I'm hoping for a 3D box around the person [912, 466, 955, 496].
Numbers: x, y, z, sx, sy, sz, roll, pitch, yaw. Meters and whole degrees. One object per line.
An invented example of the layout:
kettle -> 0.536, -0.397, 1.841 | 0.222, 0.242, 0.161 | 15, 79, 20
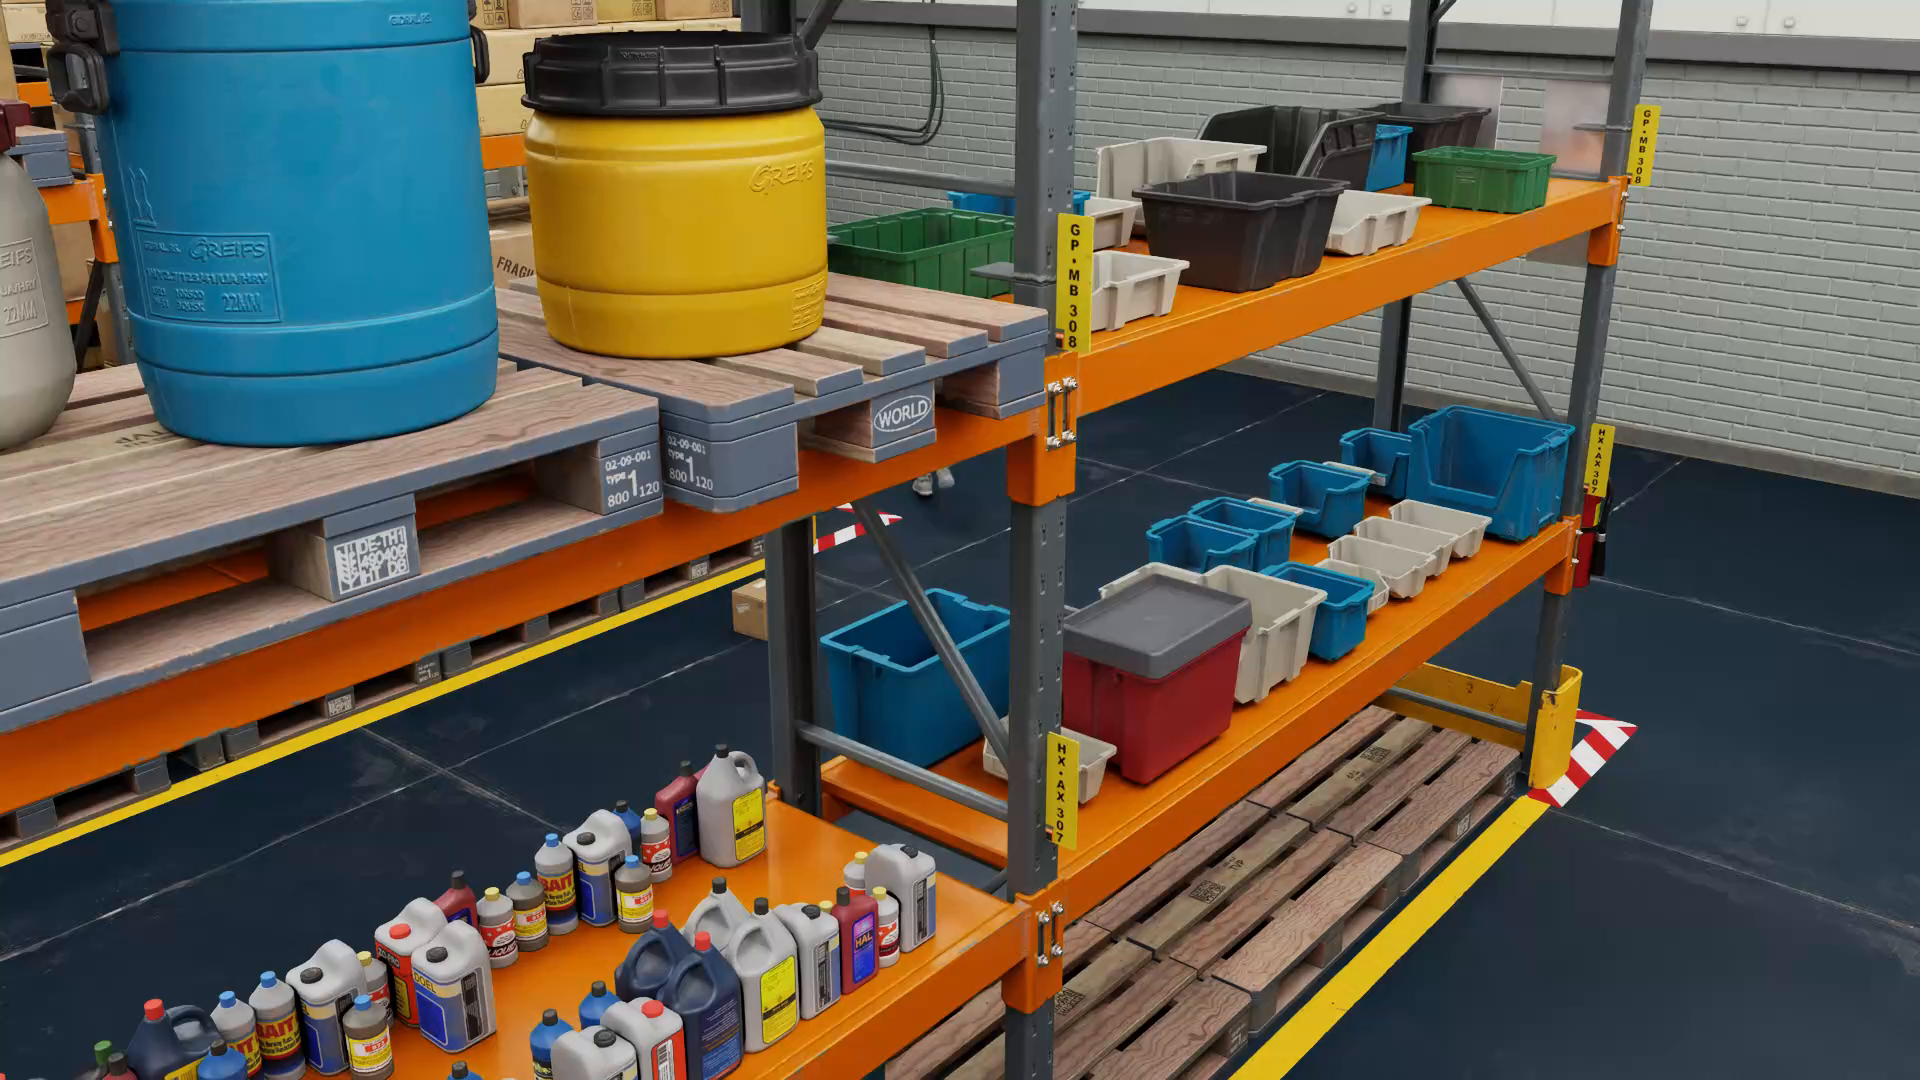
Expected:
person -> -0.307, -1.141, 11.540 | 0.513, 1.679, 0.418 | -6, 21, -17
